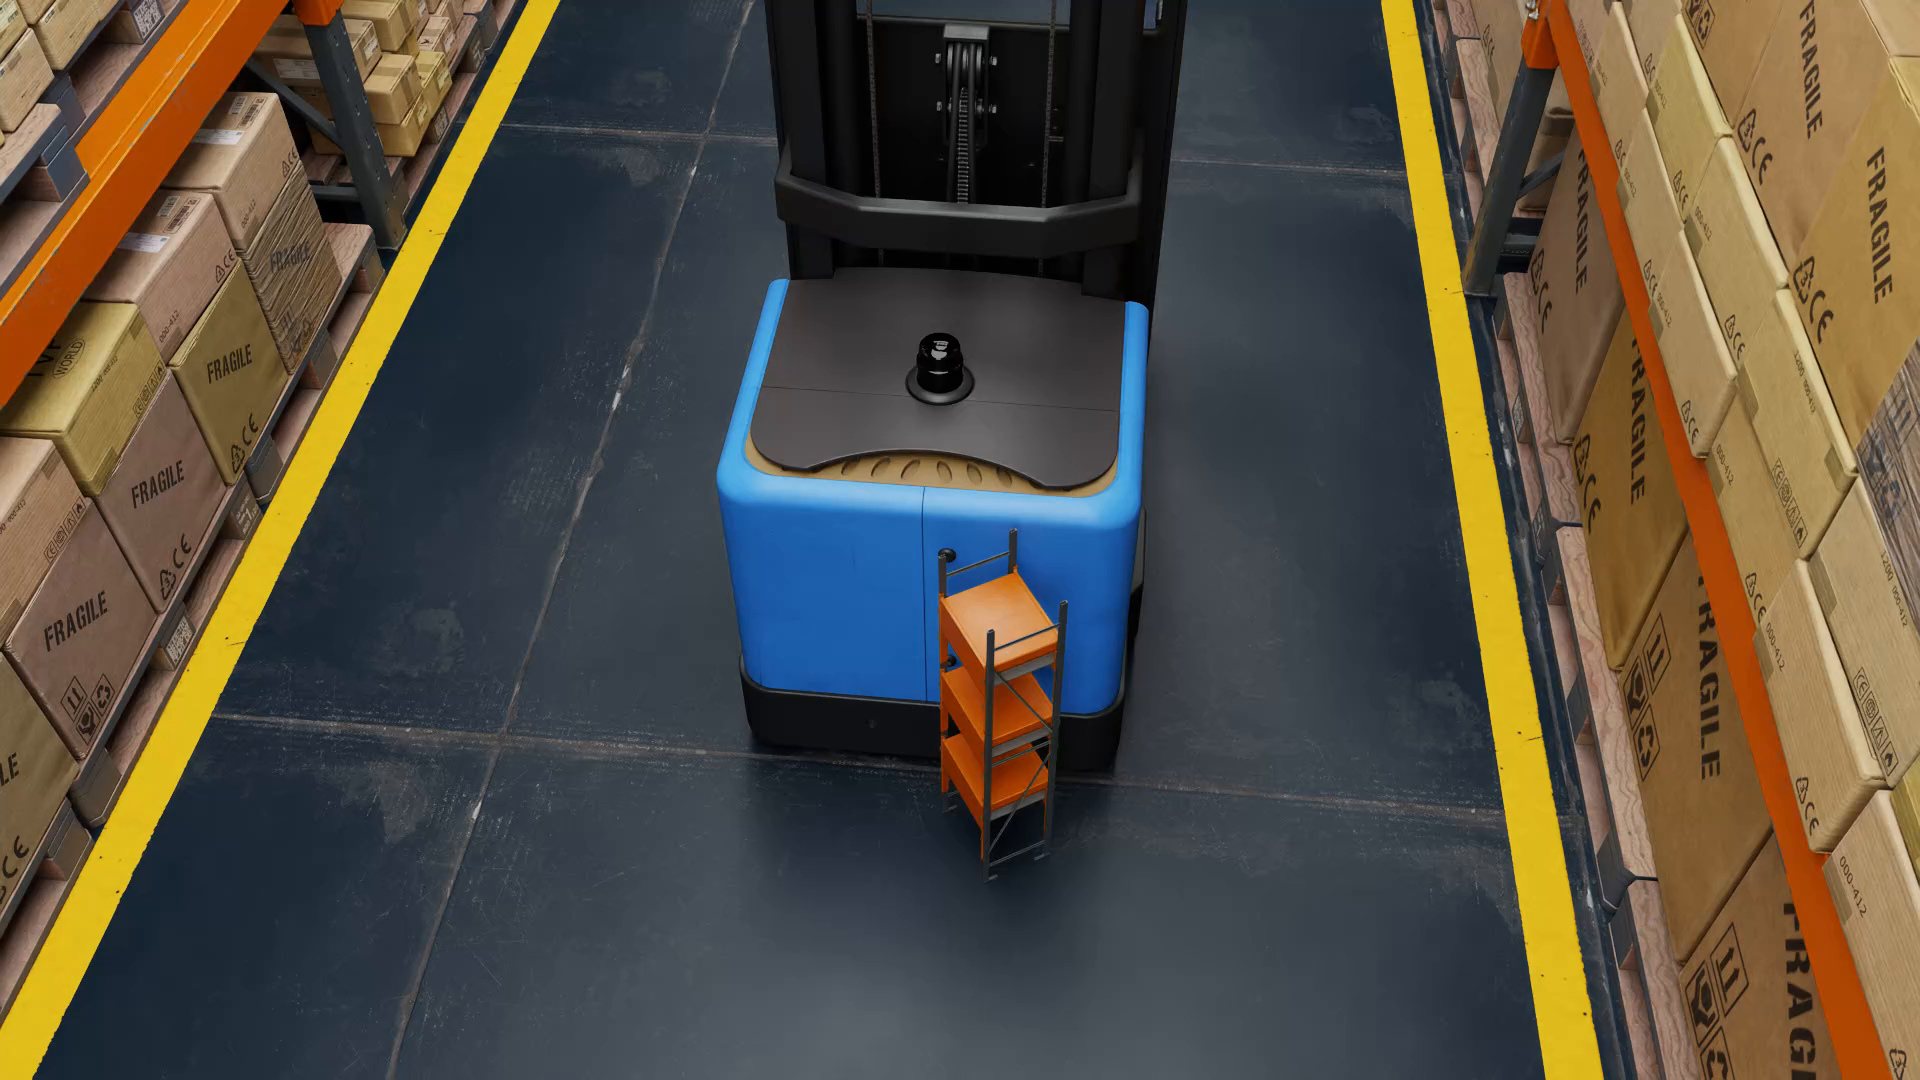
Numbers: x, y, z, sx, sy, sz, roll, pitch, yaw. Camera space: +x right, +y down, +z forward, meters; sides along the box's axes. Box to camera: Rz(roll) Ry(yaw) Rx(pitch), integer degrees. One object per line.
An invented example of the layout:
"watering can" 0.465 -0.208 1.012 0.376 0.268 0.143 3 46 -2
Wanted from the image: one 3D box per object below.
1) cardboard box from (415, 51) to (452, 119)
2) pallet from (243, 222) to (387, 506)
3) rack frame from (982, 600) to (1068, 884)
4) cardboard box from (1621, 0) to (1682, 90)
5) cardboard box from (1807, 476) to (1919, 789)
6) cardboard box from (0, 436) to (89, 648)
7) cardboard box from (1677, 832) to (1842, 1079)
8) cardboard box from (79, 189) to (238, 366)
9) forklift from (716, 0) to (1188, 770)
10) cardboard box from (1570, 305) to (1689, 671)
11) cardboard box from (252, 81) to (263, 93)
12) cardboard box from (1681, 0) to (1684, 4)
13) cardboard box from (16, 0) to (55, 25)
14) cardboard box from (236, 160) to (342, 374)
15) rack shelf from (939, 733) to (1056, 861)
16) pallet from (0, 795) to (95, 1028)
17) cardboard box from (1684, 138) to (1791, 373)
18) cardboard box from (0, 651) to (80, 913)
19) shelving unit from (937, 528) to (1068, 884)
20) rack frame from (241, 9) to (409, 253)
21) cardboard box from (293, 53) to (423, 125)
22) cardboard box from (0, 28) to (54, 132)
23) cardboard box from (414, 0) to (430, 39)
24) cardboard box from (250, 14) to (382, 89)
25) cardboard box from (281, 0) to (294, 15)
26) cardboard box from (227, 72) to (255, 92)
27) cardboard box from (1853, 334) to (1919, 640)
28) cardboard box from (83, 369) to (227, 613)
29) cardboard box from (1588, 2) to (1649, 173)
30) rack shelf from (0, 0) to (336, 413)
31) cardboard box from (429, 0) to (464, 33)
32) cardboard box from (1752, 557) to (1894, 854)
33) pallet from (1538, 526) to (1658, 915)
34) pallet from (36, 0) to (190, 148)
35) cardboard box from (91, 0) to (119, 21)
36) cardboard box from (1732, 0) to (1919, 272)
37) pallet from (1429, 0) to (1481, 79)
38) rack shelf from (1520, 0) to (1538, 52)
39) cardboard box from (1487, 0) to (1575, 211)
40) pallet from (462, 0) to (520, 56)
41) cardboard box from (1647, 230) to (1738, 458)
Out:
"cardboard box" -2.221 -1.790 6.501 0.380 0.149 0.250 5 48 5
"pallet" -2.668 -0.655 5.706 1.003 0.211 1.213 4 48 4
"rack frame" 0.150 0.523 4.060 0.200 1.050 0.008 -20 51 -17
"cardboard box" 1.999 -1.339 4.204 0.500 0.250 0.500 5 48 4
"cardboard box" 1.809 0.161 2.833 0.500 0.250 0.500 3 48 3
"cardboard box" -2.555 -0.006 4.124 0.500 0.250 0.500 4 48 4
"cardboard box" 2.121 1.103 3.364 0.875 0.875 0.875 3 48 3
"cardboard box" -2.475 -0.779 4.831 0.500 0.250 0.500 6 48 5
"forklift" 0.064 -1.452 4.591 1.130 2.935 3.031 4 48 4
"cardboard box" 2.288 -0.209 4.564 0.875 0.875 0.875 5 48 5
"cardboard box" -2.902 -1.659 6.382 0.380 0.149 0.250 4 48 4
"cardboard box" 1.995 -1.601 3.937 0.500 0.500 0.500 4 48 3
"cardboard box" -2.507 -1.443 4.221 0.380 0.149 0.250 2 48 2
"cardboard box" -2.415 -0.906 5.455 0.500 0.500 0.500 3 48 3
"rack shelf" 0.095 0.637 4.347 0.215 0.259 0.240 -20 51 -17
"pallet" -2.891 1.138 4.066 1.003 0.211 1.213 4 48 4
"cardboard box" 1.883 -0.598 3.527 0.500 0.250 0.500 3 48 2
"cardboard box" -2.603 0.600 4.078 0.500 0.500 0.500 4 48 4
"shelving unit" 0.095 0.443 4.134 0.215 1.050 0.252 -20 51 -17
"rack frame" -2.599 -2.169 5.201 1.000 3.000 0.127 4 48 4
"cardboard box" -2.247 -1.693 6.212 0.380 0.149 0.250 6 48 5
"cardboard box" -2.528 -1.158 4.162 0.380 0.149 0.250 2 48 2
"cardboard box" -2.327 -2.067 6.553 0.380 0.149 0.250 4 48 3
"cardboard box" -2.361 -1.788 6.097 0.380 0.149 0.250 6 48 5
"cardboard box" -2.868 -2.099 6.583 0.380 0.149 0.250 2 48 2
"cardboard box" -2.887 -1.701 6.219 0.380 0.149 0.250 5 48 4
"cardboard box" 1.800 -0.117 2.579 0.500 0.500 0.500 5 48 4
"cardboard box" -2.514 -0.152 4.766 0.500 0.500 0.500 3 48 3
"cardboard box" 1.991 -1.173 4.392 0.500 0.250 0.500 3 48 3
"rack shelf" -2.781 -0.456 4.122 1.077 0.370 4.000 4 48 4
"cardboard box" -2.277 -2.166 6.845 0.380 0.149 0.250 3 48 3
"cardboard box" 1.794 0.314 3.031 0.500 0.250 0.500 5 48 4
"pallet" 2.236 0.502 4.648 1.003 0.211 1.213 4 48 4
"pallet" -2.813 -1.552 4.767 1.003 0.211 1.213 4 48 4
"cardboard box" -2.486 -1.547 4.517 0.380 0.149 0.250 4 48 3
"cardboard box" 1.906 -0.853 3.252 0.500 0.500 0.500 3 48 3
"pallet" 2.596 -2.421 7.322 1.003 0.211 1.213 4 48 4
"rack shelf" 2.522 -3.137 6.574 1.077 0.370 4.000 4 48 4
"cardboard box" 2.504 -1.641 6.170 0.875 0.438 0.875 3 48 3
"pallet" -2.464 -2.622 7.505 1.003 0.211 1.213 4 48 4
"cardboard box" 1.874 -0.431 3.713 0.500 0.250 0.500 3 48 3
